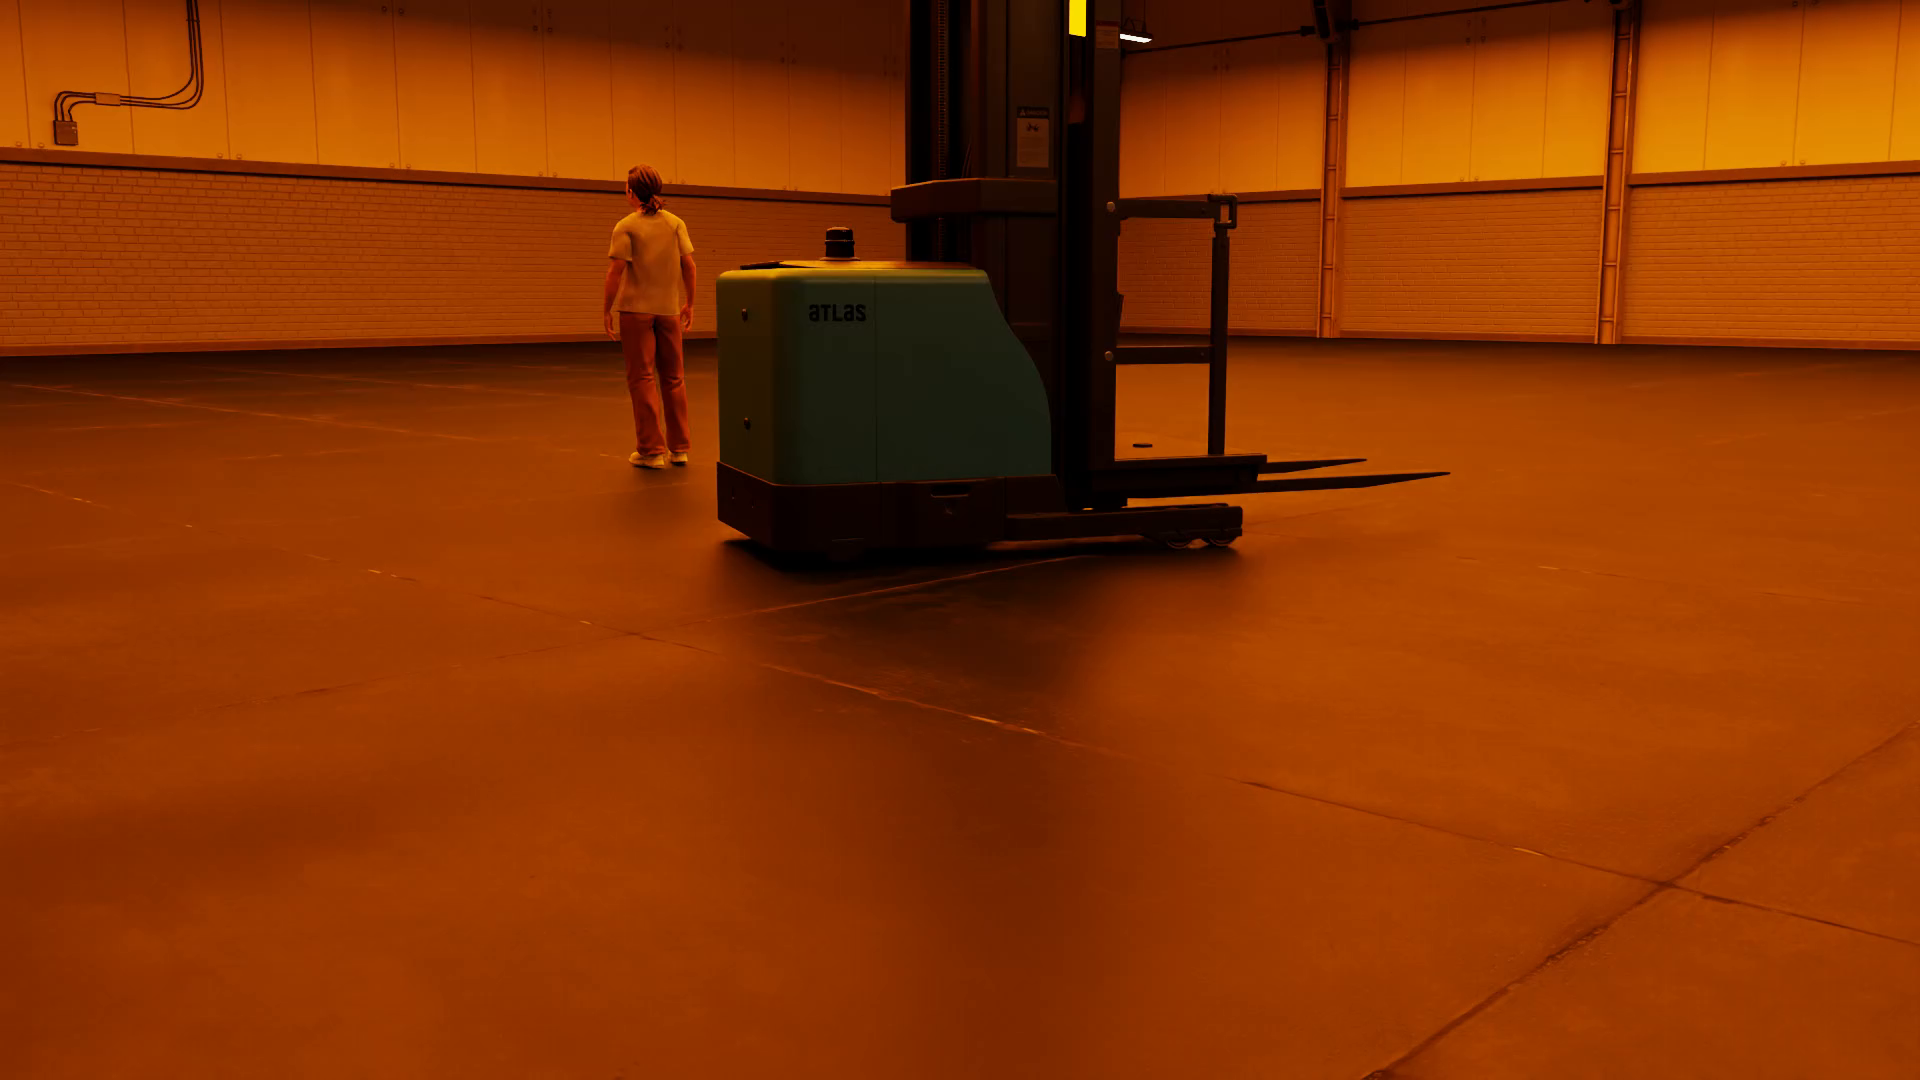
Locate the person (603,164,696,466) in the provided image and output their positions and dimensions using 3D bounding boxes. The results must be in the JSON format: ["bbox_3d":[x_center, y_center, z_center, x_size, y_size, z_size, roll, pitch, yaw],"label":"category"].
[{"bbox_3d":[-1.764,-1.254,9.367,0.554,1.673,0.548,-5,10,-30],"label":"person"}]

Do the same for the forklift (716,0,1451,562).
[{"bbox_3d":[0.579,-1.483,6.723,3.031,2.935,1.130,-3,9,-21],"label":"forklift"}]
